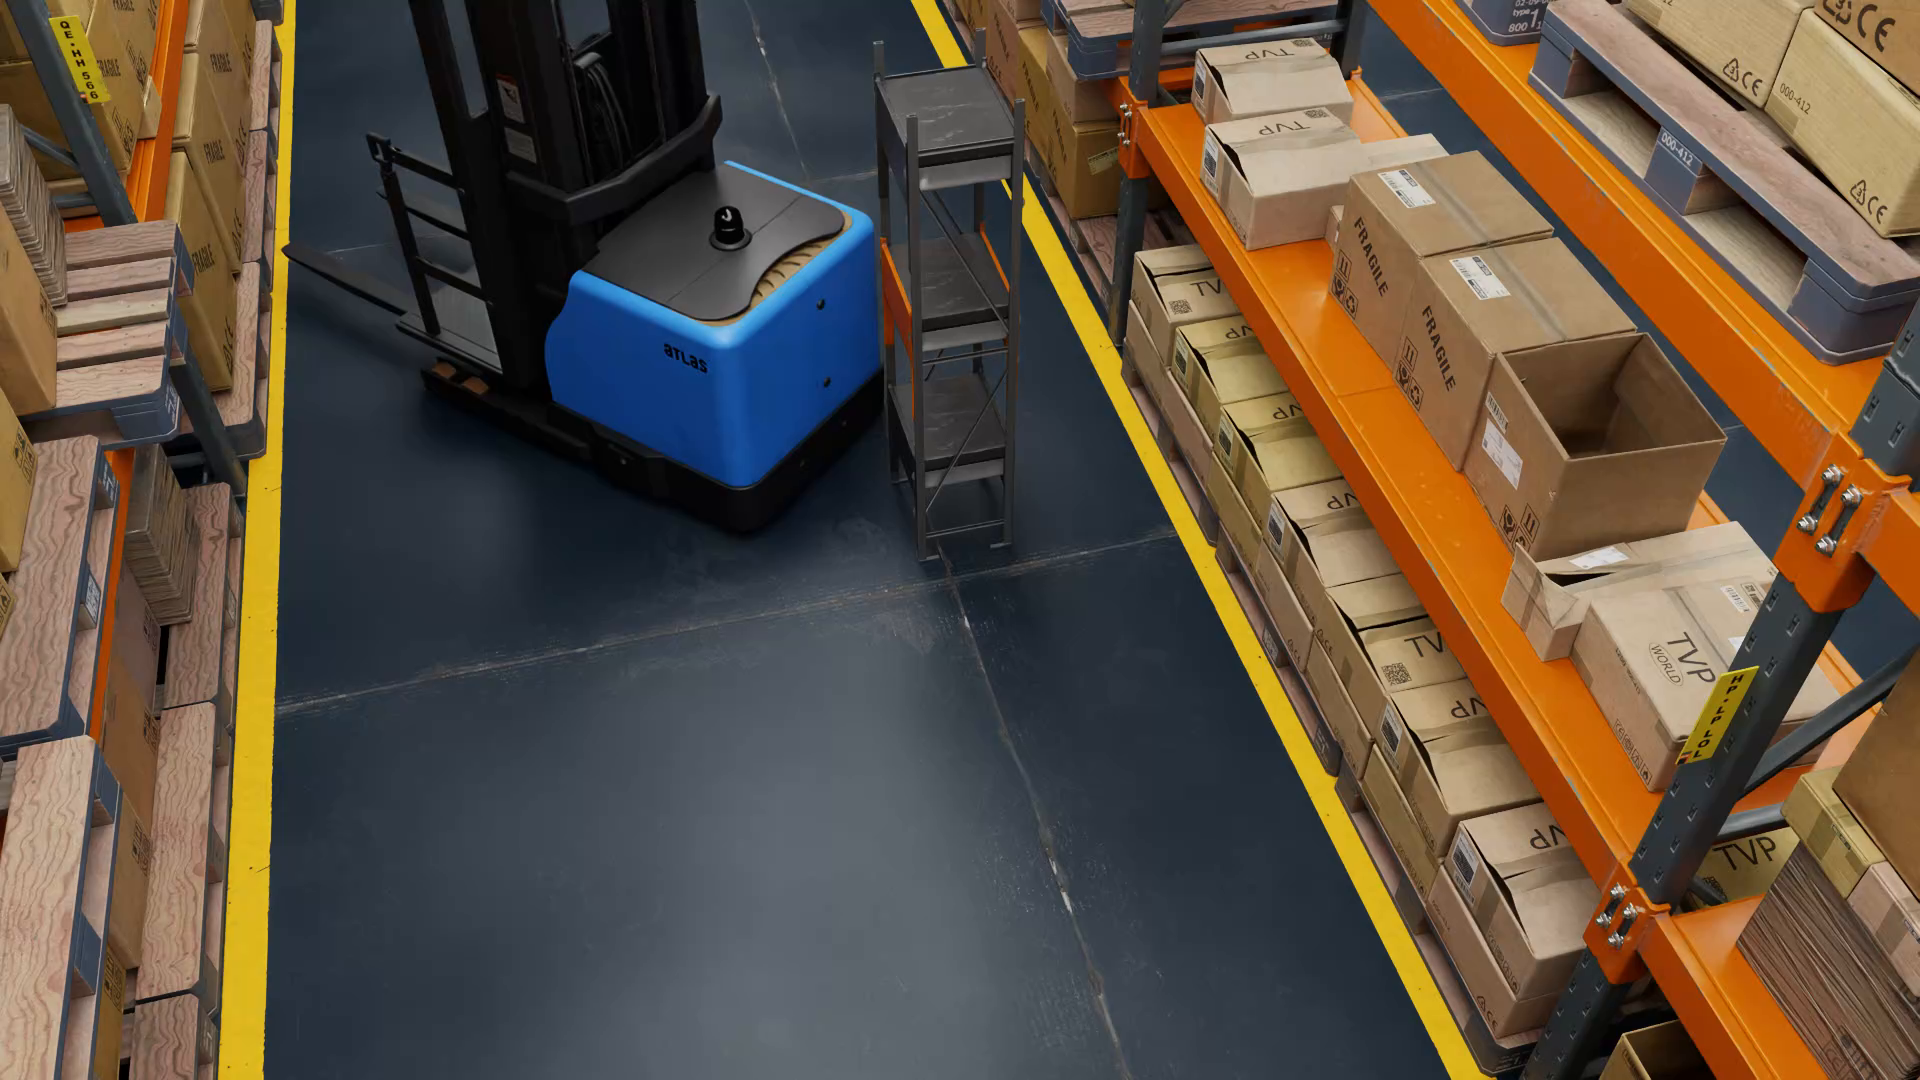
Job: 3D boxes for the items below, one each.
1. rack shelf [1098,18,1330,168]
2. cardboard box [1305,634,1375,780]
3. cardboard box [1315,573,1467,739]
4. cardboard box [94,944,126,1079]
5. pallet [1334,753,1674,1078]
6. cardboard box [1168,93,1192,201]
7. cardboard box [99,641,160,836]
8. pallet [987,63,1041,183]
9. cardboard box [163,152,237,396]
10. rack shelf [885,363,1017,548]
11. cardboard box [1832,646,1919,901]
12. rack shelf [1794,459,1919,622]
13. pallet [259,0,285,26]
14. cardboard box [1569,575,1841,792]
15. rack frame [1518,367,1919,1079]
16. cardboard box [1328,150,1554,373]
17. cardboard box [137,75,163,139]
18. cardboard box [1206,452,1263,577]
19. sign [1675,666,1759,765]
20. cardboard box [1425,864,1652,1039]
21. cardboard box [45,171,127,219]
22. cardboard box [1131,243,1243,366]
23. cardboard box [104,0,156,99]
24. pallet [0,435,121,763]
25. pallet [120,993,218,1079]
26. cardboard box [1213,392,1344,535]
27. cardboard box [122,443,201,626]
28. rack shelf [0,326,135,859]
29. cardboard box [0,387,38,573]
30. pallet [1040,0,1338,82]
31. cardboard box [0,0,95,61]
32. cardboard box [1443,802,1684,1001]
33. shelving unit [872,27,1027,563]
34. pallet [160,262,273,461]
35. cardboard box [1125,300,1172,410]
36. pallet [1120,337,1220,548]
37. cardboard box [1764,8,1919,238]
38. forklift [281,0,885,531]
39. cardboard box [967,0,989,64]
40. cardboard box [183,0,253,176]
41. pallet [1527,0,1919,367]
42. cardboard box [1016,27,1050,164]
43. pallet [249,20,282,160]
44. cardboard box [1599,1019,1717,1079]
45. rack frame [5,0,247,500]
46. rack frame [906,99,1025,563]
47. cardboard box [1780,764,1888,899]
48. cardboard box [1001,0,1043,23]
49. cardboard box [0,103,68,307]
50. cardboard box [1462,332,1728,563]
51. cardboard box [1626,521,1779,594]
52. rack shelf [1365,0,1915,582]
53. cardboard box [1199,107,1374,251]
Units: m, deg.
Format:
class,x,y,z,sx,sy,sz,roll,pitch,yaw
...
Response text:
class,x,y,z,sx,sy,sz,roll,pitch,yaw
rack shelf,0.696,-3.220,8.560,1.077,0.370,4.000,-11,47,-10
cardboard box,1.586,0.550,5.992,0.500,0.250,0.500,-10,46,-9
cardboard box,1.586,0.360,5.786,0.500,0.311,0.500,-11,47,-10
cardboard box,-2.941,1.447,4.924,0.700,0.500,0.500,-12,47,-11
pallet,2.005,1.145,5.730,1.003,0.211,1.213,-11,47,-10
cardboard box,1.228,-2.097,8.397,0.500,0.500,0.500,-12,47,-12
cardboard box,-3.171,0.741,5.617,0.700,0.500,0.500,-11,47,-11
pallet,0.744,-2.478,9.281,1.003,0.211,1.213,-11,47,-10
cardboard box,-3.641,-1.109,7.198,0.750,0.750,0.750,-11,47,-11
rack shelf,-0.042,-0.350,6.873,0.431,0.518,0.480,-11,47,-10
cardboard box,2.351,0.487,3.445,0.700,0.500,0.500,-10,47,-10
rack shelf,2.744,1.254,2.075,1.077,0.370,4.000,-11,47,-10
pallet,-4.723,-3.507,10.290,1.003,0.211,1.213,-11,47,-10
cardboard box,2.063,0.391,4.622,0.500,0.250,0.500,-8,46,-8
rack frame,2.232,0.671,4.243,1.000,3.000,0.127,-11,47,-10
cardboard box,1.653,-0.970,5.781,0.500,0.500,0.500,-13,47,-12
cardboard box,-3.483,-1.746,6.773,0.380,0.149,0.250,-9,46,-9
cardboard box,1.326,-0.155,6.684,0.500,0.250,0.500,-12,47,-11
sign,1.710,0.399,3.754,0.100,0.325,0.005,-11,47,-10
cardboard box,1.845,1.253,5.304,0.500,0.250,0.500,-11,47,-11
cardboard box,-3.440,-1.371,6.406,0.380,0.149,0.250,-11,47,-11
cardboard box,1.058,-1.056,7.174,0.500,0.311,0.500,-9,46,-9
cardboard box,-3.582,-2.074,6.641,0.500,0.500,0.500,-9,46,-9
pallet,-3.034,0.244,4.796,1.003,0.211,1.213,-11,47,-10
pallet,-2.757,2.018,4.875,1.003,0.211,1.213,-11,47,-10
cardboard box,1.329,-0.343,6.475,0.500,0.311,0.500,-12,47,-11
cardboard box,-3.345,0.026,6.317,0.700,0.500,0.500,-10,46,-10
rack shelf,-3.068,0.450,4.963,1.077,0.370,4.000,-11,47,-10
cardboard box,-3.110,-0.193,4.711,0.700,0.500,0.500,-11,47,-10
pallet,0.966,-2.479,7.464,1.213,0.211,1.003,-11,47,-10
cardboard box,-3.454,-1.971,6.015,0.500,0.250,0.500,-10,46,-9
cardboard box,1.851,1.063,5.097,0.500,0.311,0.500,-11,47,-10
shelving unit,-0.042,-0.849,6.363,0.431,2.100,0.503,-11,47,-10
pallet,-3.709,-0.764,7.602,1.003,0.211,1.213,-11,47,-10
cardboard box,1.058,-0.860,7.375,0.500,0.250,0.500,-11,47,-10
pallet,1.381,-0.539,7.381,1.003,0.211,1.213,-11,47,-10
cardboard box,2.083,-0.901,3.494,0.500,0.250,0.500,-6,46,-6
forklift,-1.850,-1.890,6.801,3.031,2.935,1.130,25,51,23
cardboard box,0.340,-3.040,9.322,0.500,0.500,0.500,-10,46,-10
cardboard box,-4.082,-2.300,8.366,0.750,0.750,0.750,-9,46,-9
pallet,1.993,-0.919,3.834,0.805,0.209,1.217,-12,47,-12
cardboard box,0.609,-2.330,8.626,0.500,0.500,0.500,-12,47,-12
pallet,-4.334,-2.449,9.253,1.003,0.211,1.213,-11,47,-10
cardboard box,2.048,1.601,4.437,0.500,0.500,0.500,-11,47,-10
rack frame,-3.580,-1.182,6.059,1.000,3.000,0.127,-11,47,-10
rack frame,0.020,-0.681,6.198,0.400,2.100,0.015,-11,47,-10
cardboard box,2.113,0.630,3.759,0.380,0.149,0.250,-11,47,-10
cardboard box,0.457,-2.979,8.737,0.500,0.250,0.500,-12,47,-11
cardboard box,-3.450,-1.049,5.550,0.700,0.500,0.500,-16,48,-15
cardboard box,1.916,-0.261,5.086,0.500,0.500,0.500,-8,46,-7
cardboard box,2.202,0.110,4.969,0.380,0.149,0.250,-11,47,-10
rack shelf,1.720,-1.508,4.782,1.077,0.370,4.000,-11,47,-10
cardboard box,1.249,-1.407,6.341,0.500,0.311,0.500,-11,47,-11
